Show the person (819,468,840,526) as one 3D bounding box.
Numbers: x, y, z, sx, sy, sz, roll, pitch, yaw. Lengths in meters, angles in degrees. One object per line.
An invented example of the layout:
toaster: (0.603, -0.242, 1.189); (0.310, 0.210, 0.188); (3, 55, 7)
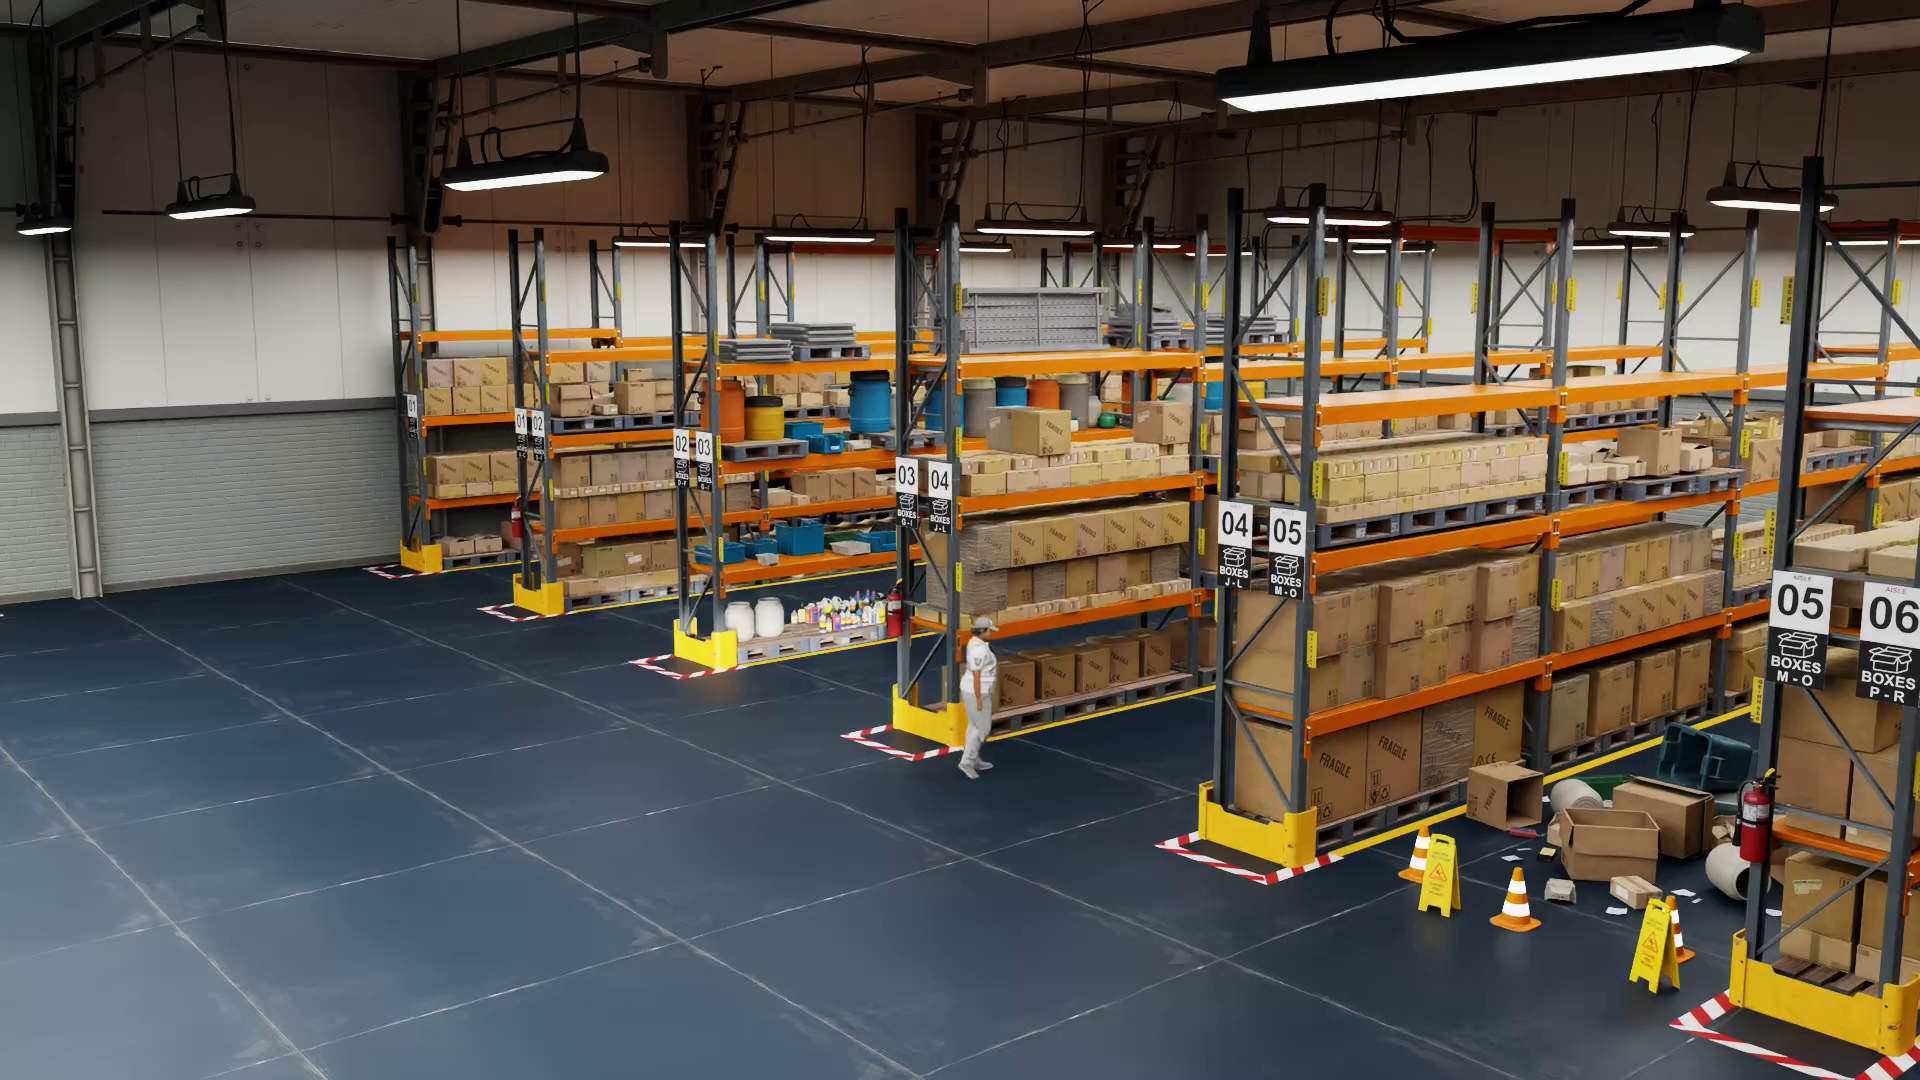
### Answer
person: (-2.512, -0.649, 32.771); (0.768, 1.561, 0.416); (-8, 12, -42)

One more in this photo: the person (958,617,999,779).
person: (0.192, 1.672, 17.685); (0.452, 1.719, 0.553); (-1, 9, -4)
